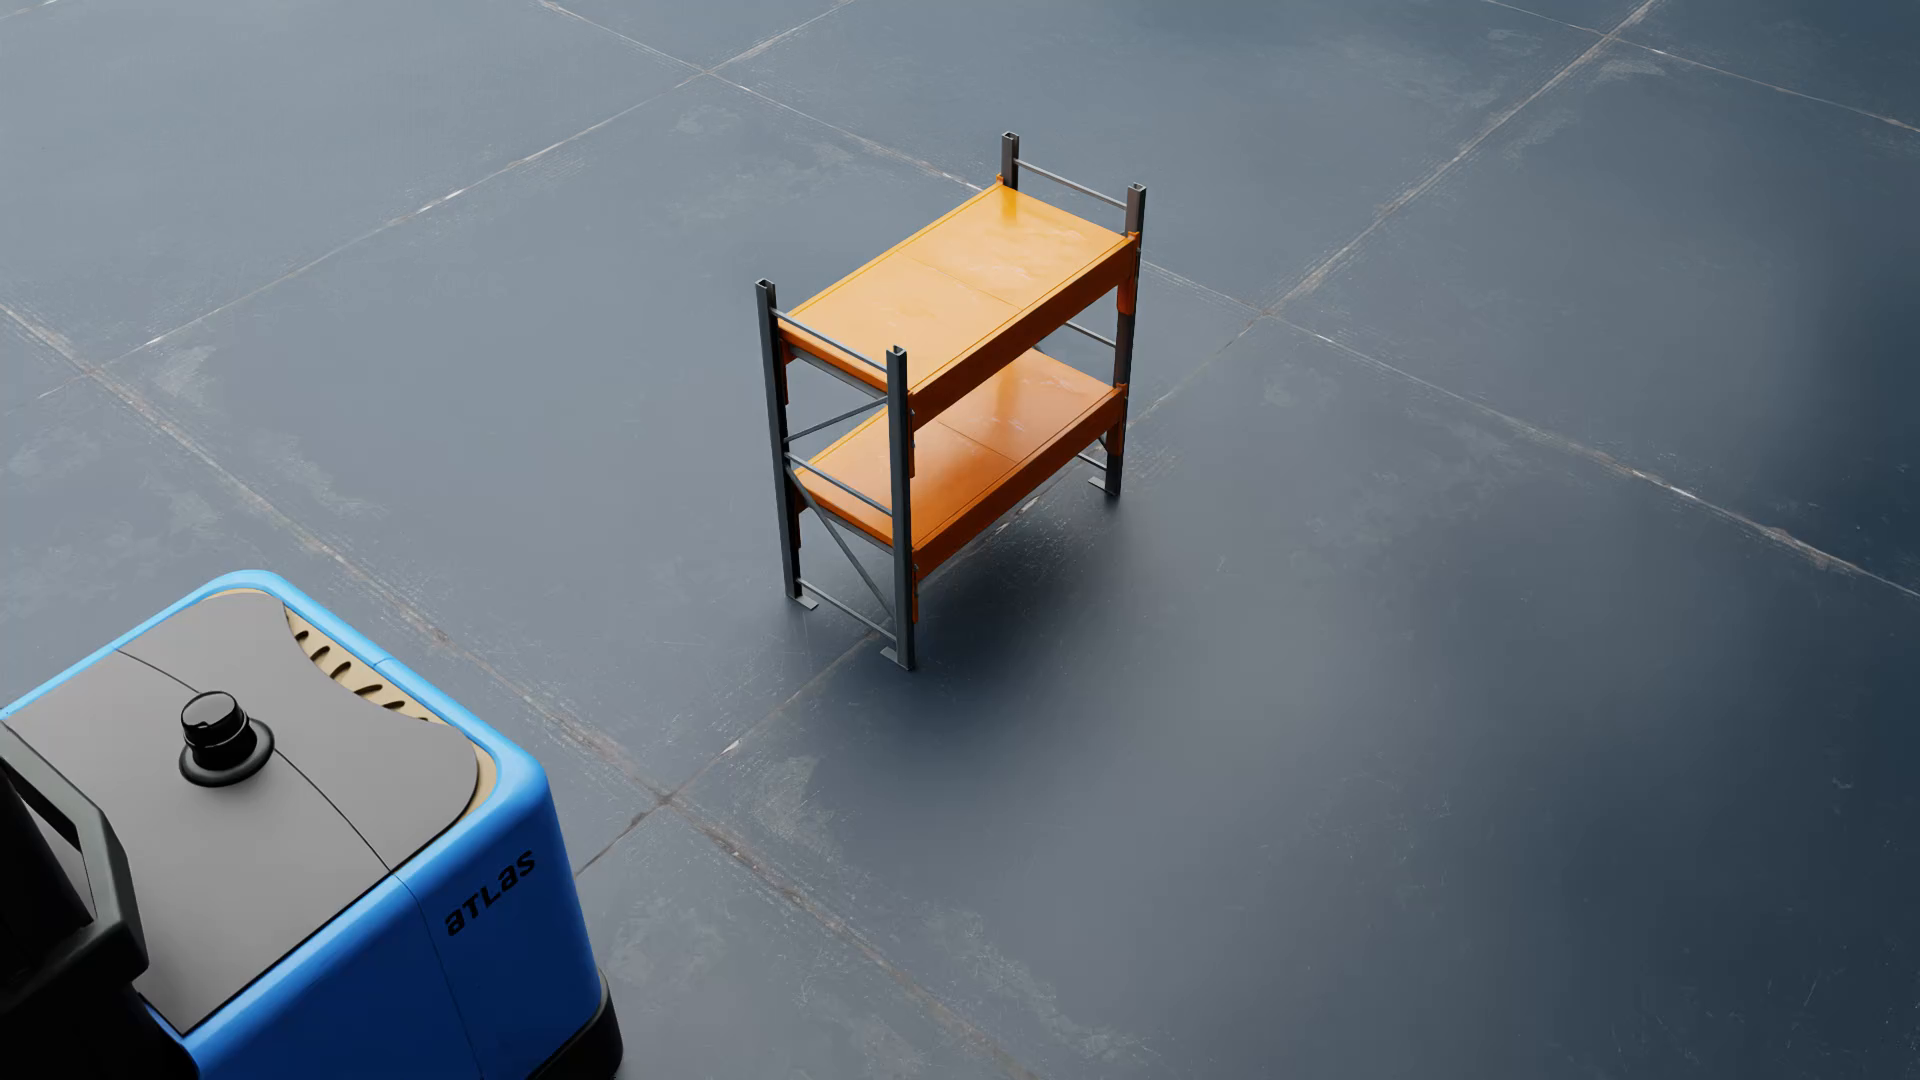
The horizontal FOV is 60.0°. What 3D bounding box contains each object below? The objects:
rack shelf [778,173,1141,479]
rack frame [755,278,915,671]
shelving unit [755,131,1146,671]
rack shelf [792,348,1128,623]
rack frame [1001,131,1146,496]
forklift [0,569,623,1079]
[{"bbox_3d":[-0.004,-0.629,4.671,0.538,0.278,1.000,29,50,28],"label":"rack shelf"},{"bbox_3d":[-0.332,-0.151,4.580,0.500,1.125,0.032,29,50,28],"label":"rack frame"},{"bbox_3d":[-0.004,-0.413,4.868,0.538,1.125,1.048,29,50,28],"label":"shelving unit"},{"bbox_3d":[-0.004,-0.232,5.032,0.538,0.278,1.000,29,50,28],"label":"rack shelf"},{"bbox_3d":[0.323,-0.674,5.156,0.500,1.125,0.032,29,50,28],"label":"rack frame"},{"bbox_3d":[-2.085,0.727,2.272,1.130,2.935,3.031,28,49,27],"label":"forklift"}]
